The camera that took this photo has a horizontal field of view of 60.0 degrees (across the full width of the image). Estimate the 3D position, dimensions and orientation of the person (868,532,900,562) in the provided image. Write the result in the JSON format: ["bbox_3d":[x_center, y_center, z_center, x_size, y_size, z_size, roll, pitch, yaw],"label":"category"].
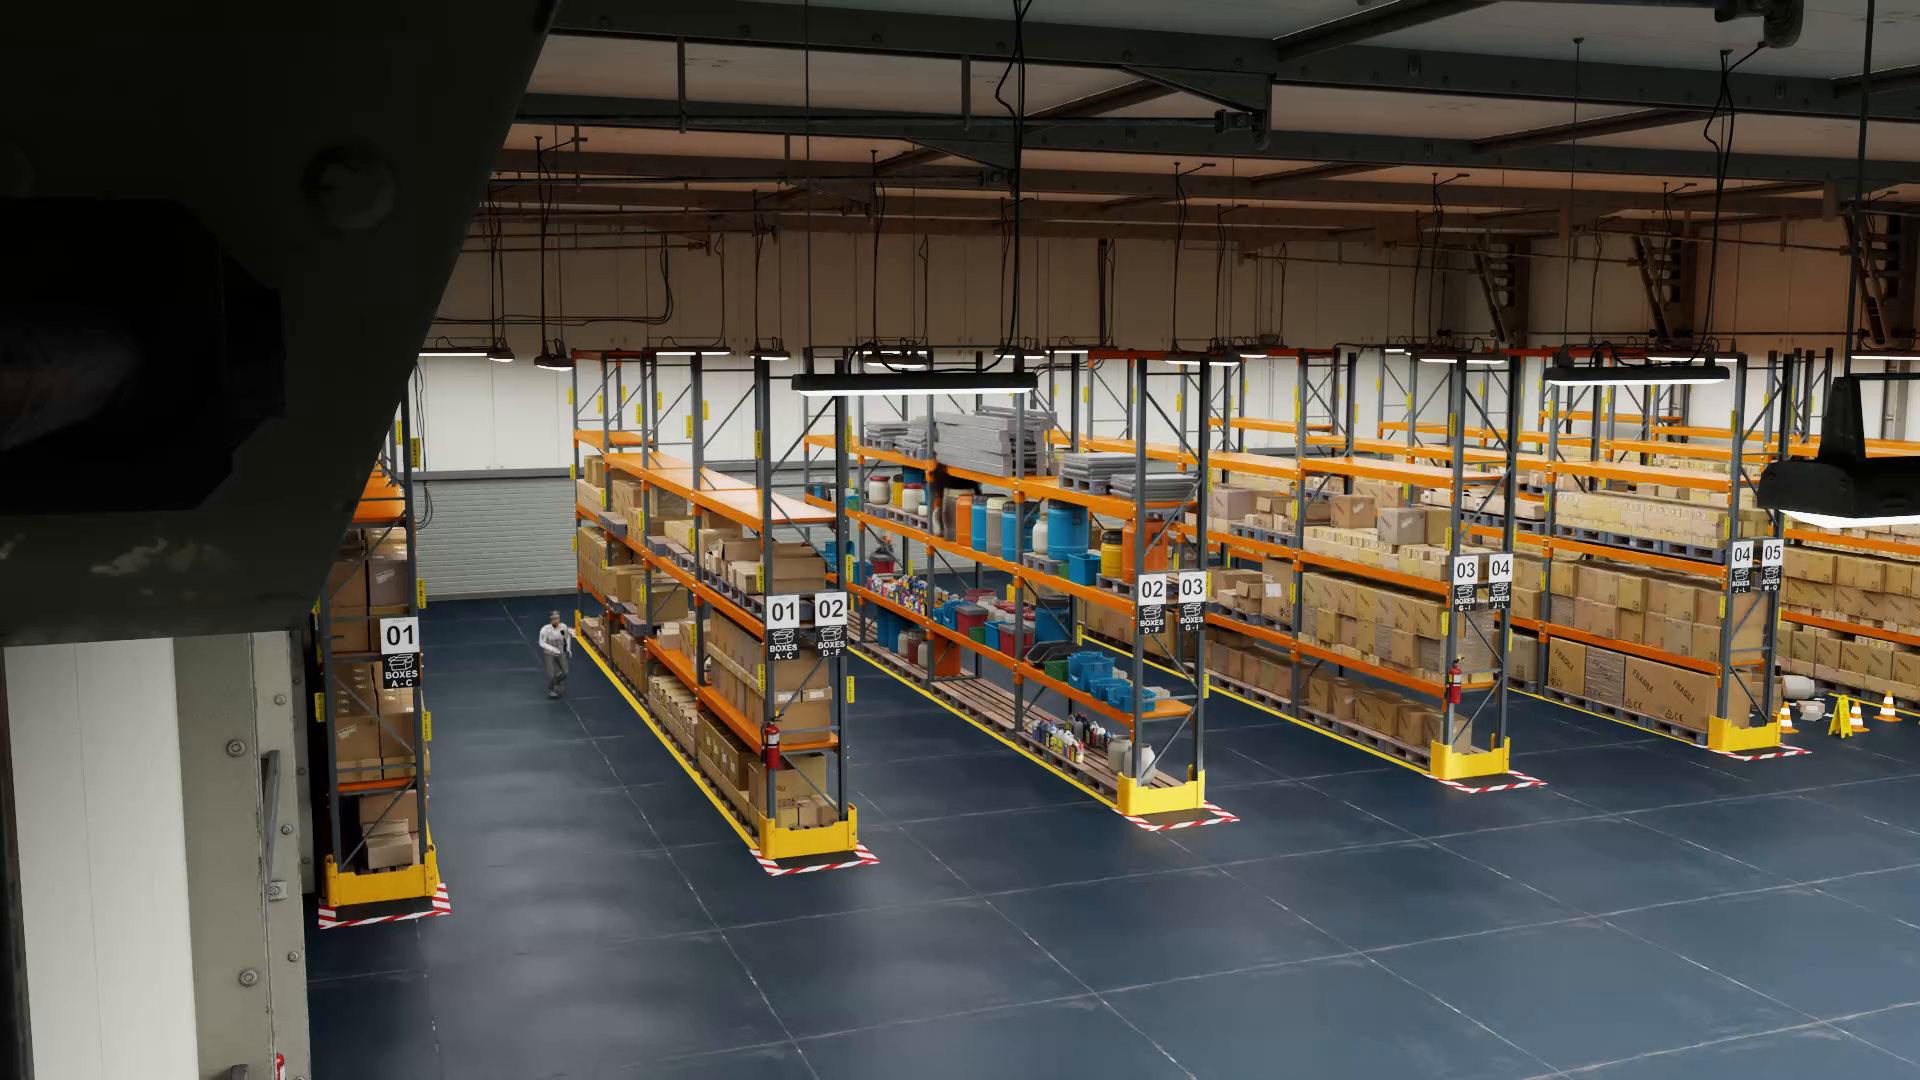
[{"bbox_3d":[-1.765,0.655,39.386,0.604,1.649,0.857,4,8,29],"label":"person"}]

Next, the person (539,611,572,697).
[{"bbox_3d":[-7.020,1.973,28.868,0.604,1.575,0.707,-4,8,-32],"label":"person"}]
